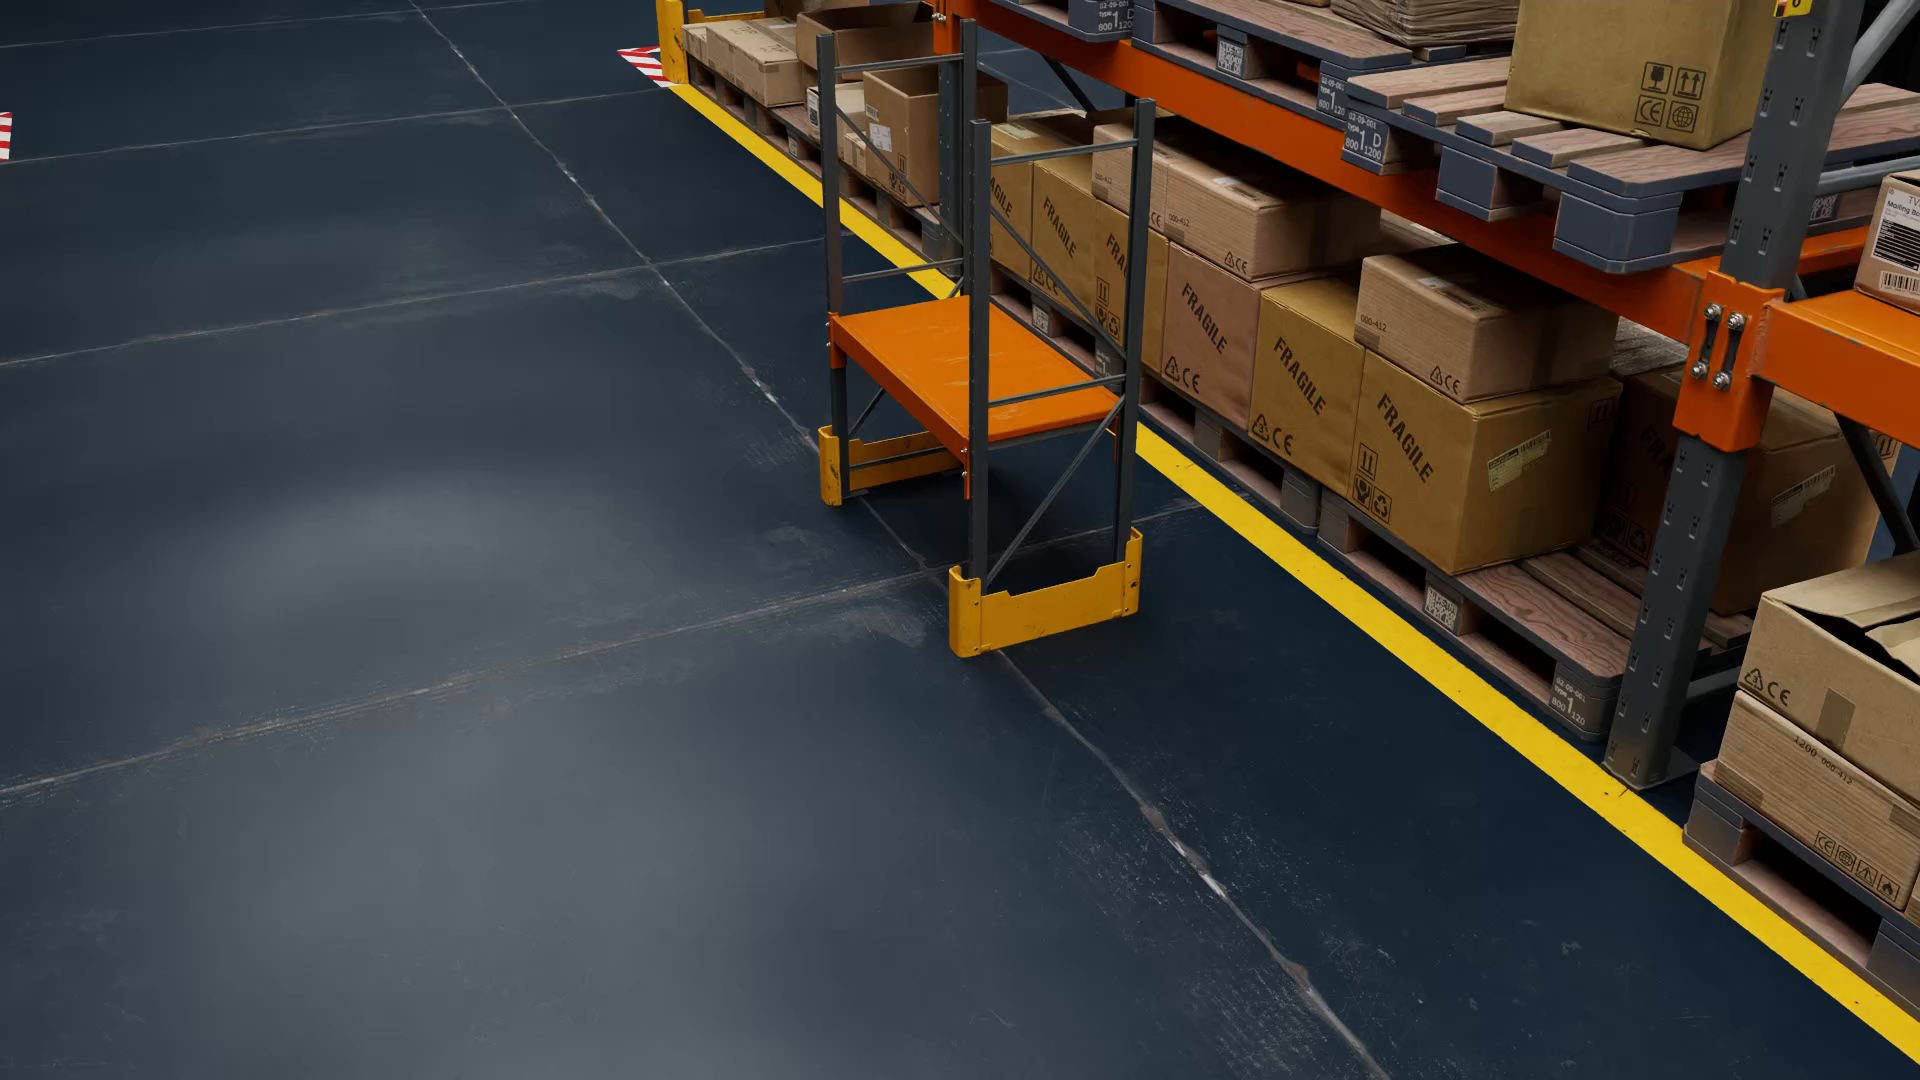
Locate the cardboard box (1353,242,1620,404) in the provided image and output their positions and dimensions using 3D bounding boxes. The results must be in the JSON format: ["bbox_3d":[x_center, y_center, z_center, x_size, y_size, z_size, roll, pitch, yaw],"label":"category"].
[{"bbox_3d":[1.462,-0.625,4.637,0.500,0.250,0.500,-12,31,-20],"label":"cardboard box"}]

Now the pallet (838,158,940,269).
[{"bbox_3d":[0.092,-1.663,7.999,1.003,0.211,1.213,-13,32,-22],"label":"pallet"}]

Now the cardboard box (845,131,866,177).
[{"bbox_3d":[-0.330,-1.869,7.981,0.380,0.149,0.250,-13,32,-22],"label":"cardboard box"}]

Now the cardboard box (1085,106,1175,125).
[{"bbox_3d":[0.857,-1.519,6.998,0.500,0.500,0.500,-13,32,-22],"label":"cardboard box"}]

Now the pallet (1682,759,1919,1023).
[{"bbox_3d":[2.421,0.780,3.644,1.003,0.211,1.213,-13,32,-22],"label":"pallet"}]

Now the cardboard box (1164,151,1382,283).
[{"bbox_3d":[1.019,-1.076,5.441,0.500,0.250,0.500,-14,32,-23],"label":"cardboard box"}]

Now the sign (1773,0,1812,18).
[{"bbox_3d":[1.617,-1.161,3.150,0.100,0.325,0.005,-13,32,-22],"label":"sign"}]

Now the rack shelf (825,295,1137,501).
[{"bbox_3d":[0.037,-0.460,4.904,0.538,0.185,1.000,-13,32,-22],"label":"rack shelf"}]

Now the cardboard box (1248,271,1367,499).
[{"bbox_3d":[1.268,-0.503,5.185,0.500,0.500,0.500,-14,32,-24],"label":"cardboard box"}]

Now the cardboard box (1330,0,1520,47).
[{"bbox_3d":[1.511,-1.734,4.744,0.700,0.500,0.500,-7,30,-13],"label":"cardboard box"}]

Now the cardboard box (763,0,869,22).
[{"bbox_3d":[-0.875,-3.255,10.095,0.500,0.500,0.500,-13,32,-22],"label":"cardboard box"}]

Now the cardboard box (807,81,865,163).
[{"bbox_3d":[-0.437,-2.118,8.259,0.500,0.311,0.500,-13,32,-22],"label":"cardboard box"}]

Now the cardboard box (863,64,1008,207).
[{"bbox_3d":[-0.115,-1.869,7.622,0.500,0.500,0.500,-13,32,-22],"label":"cardboard box"}]

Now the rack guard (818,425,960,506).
[{"bbox_3d":[-0.181,-0.295,5.521,0.587,0.250,0.087,-13,32,-22],"label":"rack guard"}]

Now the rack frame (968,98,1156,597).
[{"bbox_3d":[0.255,-0.392,4.416,0.500,1.500,0.032,-13,32,-22],"label":"rack frame"}]

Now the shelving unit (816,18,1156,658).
[{"bbox_3d":[0.033,-0.620,4.823,0.587,1.500,1.083,-13,32,-22],"label":"shelving unit"}]

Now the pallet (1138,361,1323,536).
[{"bbox_3d":[1.297,-0.468,5.869,1.003,0.211,1.213,-13,32,-22],"label":"pallet"}]

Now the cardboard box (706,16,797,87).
[{"bbox_3d":[-1.139,-2.814,9.563,0.500,0.250,0.500,-13,32,-22],"label":"cardboard box"}]

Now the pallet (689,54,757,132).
[{"bbox_3d":[-0.955,-2.740,9.922,1.003,0.211,1.213,-13,32,-22],"label":"pallet"}]

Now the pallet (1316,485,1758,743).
[{"bbox_3d":[1.817,0.070,4.909,1.003,0.211,1.213,-13,32,-22],"label":"pallet"}]

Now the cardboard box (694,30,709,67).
[{"bbox_3d":[-1.355,-2.931,9.857,0.380,0.166,0.250,-13,32,-22],"label":"cardboard box"}]

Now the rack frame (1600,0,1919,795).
[{"bbox_3d":[2.103,-0.808,3.625,1.000,3.000,0.127,-13,32,-22],"label":"rack frame"}]

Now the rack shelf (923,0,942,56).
[{"bbox_3d":[-0.473,-3.145,8.527,1.077,0.370,4.000,-13,32,-22],"label":"rack shelf"}]

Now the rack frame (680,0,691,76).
[{"bbox_3d":[-1.331,-4.342,9.927,1.000,3.000,0.127,-13,32,-22],"label":"rack frame"}]

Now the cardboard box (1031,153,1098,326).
[{"bbox_3d":[0.613,-1.179,6.391,0.500,0.500,0.500,-13,32,-21],"label":"cardboard box"}]

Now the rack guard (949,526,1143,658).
[{"bbox_3d":[0.247,0.145,4.736,0.587,0.250,0.087,-13,32,-22],"label":"rack guard"}]

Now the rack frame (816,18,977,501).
[{"bbox_3d":[-0.182,-0.841,5.216,0.500,1.500,0.032,-13,32,-22],"label":"rack frame"}]

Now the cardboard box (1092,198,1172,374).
[{"bbox_3d":[0.820,-0.957,5.995,0.500,0.500,0.500,-13,32,-21],"label":"cardboard box"}]

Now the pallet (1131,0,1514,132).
[{"bbox_3d":[1.264,-1.583,5.202,1.003,0.211,1.213,-13,32,-22],"label":"pallet"}]

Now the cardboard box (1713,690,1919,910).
[{"bbox_3d":[2.063,0.501,3.672,0.500,0.250,0.500,-13,32,-22],"label":"cardboard box"}]

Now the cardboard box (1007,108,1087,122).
[{"bbox_3d":[0.401,-1.825,7.738,0.500,0.311,0.500,-13,32,-22],"label":"cardboard box"}]

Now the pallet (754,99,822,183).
[{"bbox_3d":[-0.436,-2.202,8.962,1.003,0.211,1.213,-13,32,-22],"label":"pallet"}]

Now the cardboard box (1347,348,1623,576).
[{"bbox_3d":[1.490,-0.274,4.778,0.500,0.500,0.500,-12,31,-20],"label":"cardboard box"}]

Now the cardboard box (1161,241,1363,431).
[{"bbox_3d":[1.037,-0.733,5.596,0.500,0.500,0.500,-14,32,-24],"label":"cardboard box"}]

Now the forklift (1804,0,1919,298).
[{"bbox_3d":[4.061,-2.128,6.048,3.031,2.935,1.130,25,38,37],"label":"forklift"}]

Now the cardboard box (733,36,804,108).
[{"bbox_3d":[-0.925,-2.593,9.170,0.500,0.250,0.500,-13,32,-22],"label":"cardboard box"}]

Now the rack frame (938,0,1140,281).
[{"bbox_3d":[0.386,-2.575,6.776,1.000,3.000,0.127,-13,32,-22],"label":"rack frame"}]

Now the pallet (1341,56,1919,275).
[{"bbox_3d":[1.749,-1.009,4.179,1.213,0.211,1.003,-13,32,-22],"label":"pallet"}]

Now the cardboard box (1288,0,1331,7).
[{"bbox_3d":[1.200,-2.035,5.280,0.700,0.500,0.500,-22,36,-34],"label":"cardboard box"}]

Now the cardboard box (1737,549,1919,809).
[{"bbox_3d":[2.063,0.256,3.535,0.500,0.311,0.500,-12,31,-20],"label":"cardboard box"}]

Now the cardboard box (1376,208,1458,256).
[{"bbox_3d":[1.497,-0.853,5.811,0.500,0.500,0.500,-14,32,-24],"label":"cardboard box"}]

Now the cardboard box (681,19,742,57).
[{"bbox_3d":[-1.462,-3.034,10.058,0.380,0.149,0.250,-13,32,-22],"label":"cardboard box"}]

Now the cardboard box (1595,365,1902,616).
[{"bbox_3d":[2.166,-0.171,4.594,0.500,0.500,0.500,-12,31,-20],"label":"cardboard box"}]

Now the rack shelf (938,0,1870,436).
[{"bbox_3d":[1.245,-1.378,5.376,1.077,0.370,4.000,-13,32,-22],"label":"rack shelf"}]

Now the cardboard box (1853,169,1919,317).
[{"bbox_3d":[2.220,-0.600,3.344,0.500,0.311,0.500,-11,31,-19],"label":"cardboard box"}]

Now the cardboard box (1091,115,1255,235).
[{"bbox_3d":[0.803,-1.298,5.836,0.500,0.250,0.500,-13,32,-22],"label":"cardboard box"}]

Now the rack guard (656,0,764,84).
[{"bbox_3d":[-1.299,-3.218,10.478,1.175,0.500,0.348,-13,32,-22],"label":"rack guard"}]

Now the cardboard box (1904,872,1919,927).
[{"bbox_3d":[2.279,0.723,3.276,0.500,0.250,0.500,-14,32,-23],"label":"cardboard box"}]

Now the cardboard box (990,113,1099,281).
[{"bbox_3d":[0.374,-1.412,6.807,0.500,0.500,0.500,-15,32,-24],"label":"cardboard box"}]

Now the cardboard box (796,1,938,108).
[{"bbox_3d":[-0.425,-2.507,8.757,0.797,0.503,0.637,-13,32,-22],"label":"cardboard box"}]

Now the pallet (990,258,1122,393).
[{"bbox_3d":[0.769,-1.008,6.831,1.003,0.211,1.213,-13,32,-22],"label":"pallet"}]

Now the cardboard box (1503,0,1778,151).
[{"bbox_3d":[1.731,-1.290,3.952,0.700,0.500,0.500,-26,38,-38],"label":"cardboard box"}]

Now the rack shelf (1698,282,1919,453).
[{"bbox_3d":[2.962,0.389,2.225,1.077,0.370,4.000,-13,32,-22],"label":"rack shelf"}]

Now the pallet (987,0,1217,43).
[{"bbox_3d":[0.630,-2.116,6.153,1.003,0.211,1.213,-13,32,-22],"label":"pallet"}]

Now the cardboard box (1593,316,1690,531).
[{"bbox_3d":[1.936,-0.401,5.005,0.500,0.500,0.500,-14,32,-24],"label":"cardboard box"}]
